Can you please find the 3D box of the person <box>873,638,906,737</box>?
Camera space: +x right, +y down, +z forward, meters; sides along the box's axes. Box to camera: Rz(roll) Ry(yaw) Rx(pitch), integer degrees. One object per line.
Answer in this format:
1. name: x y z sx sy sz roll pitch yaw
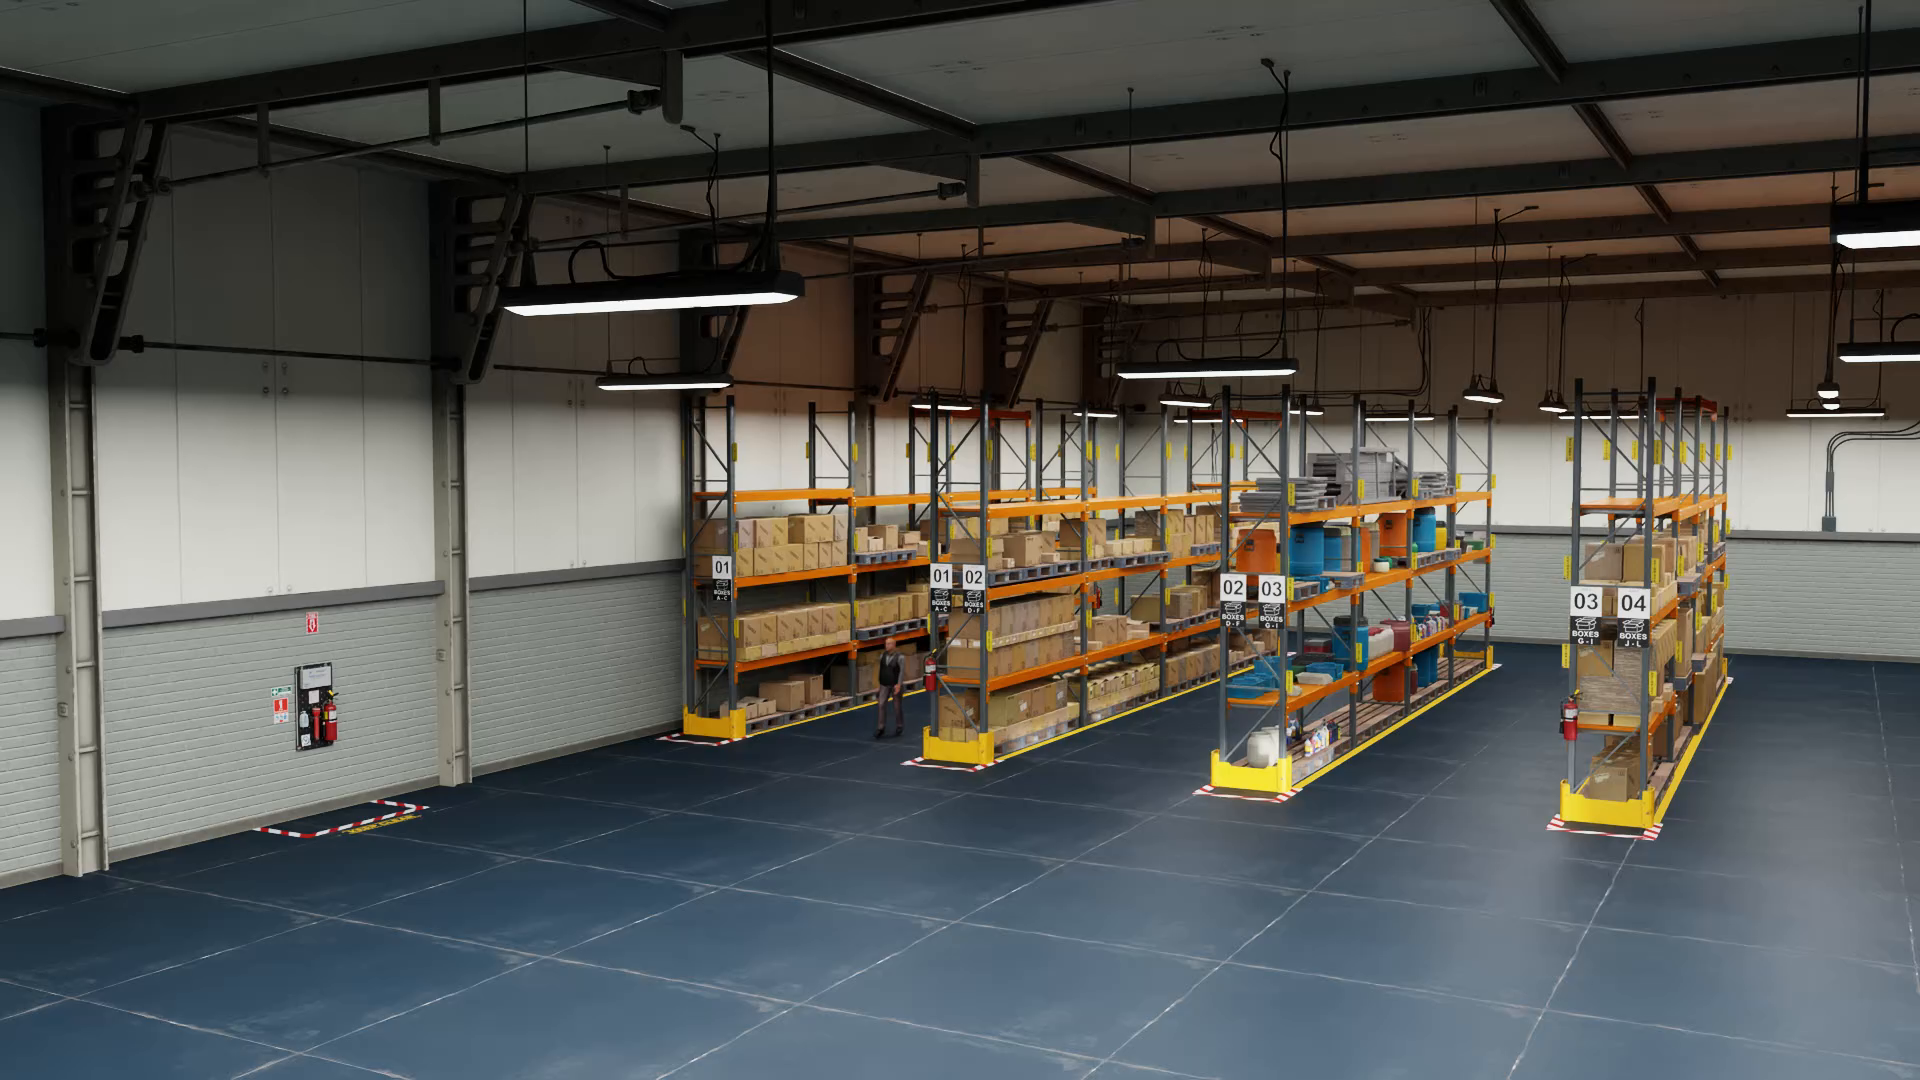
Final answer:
1. person: -1.236 2.595 29.348 0.563 1.679 0.849 1 3 21
